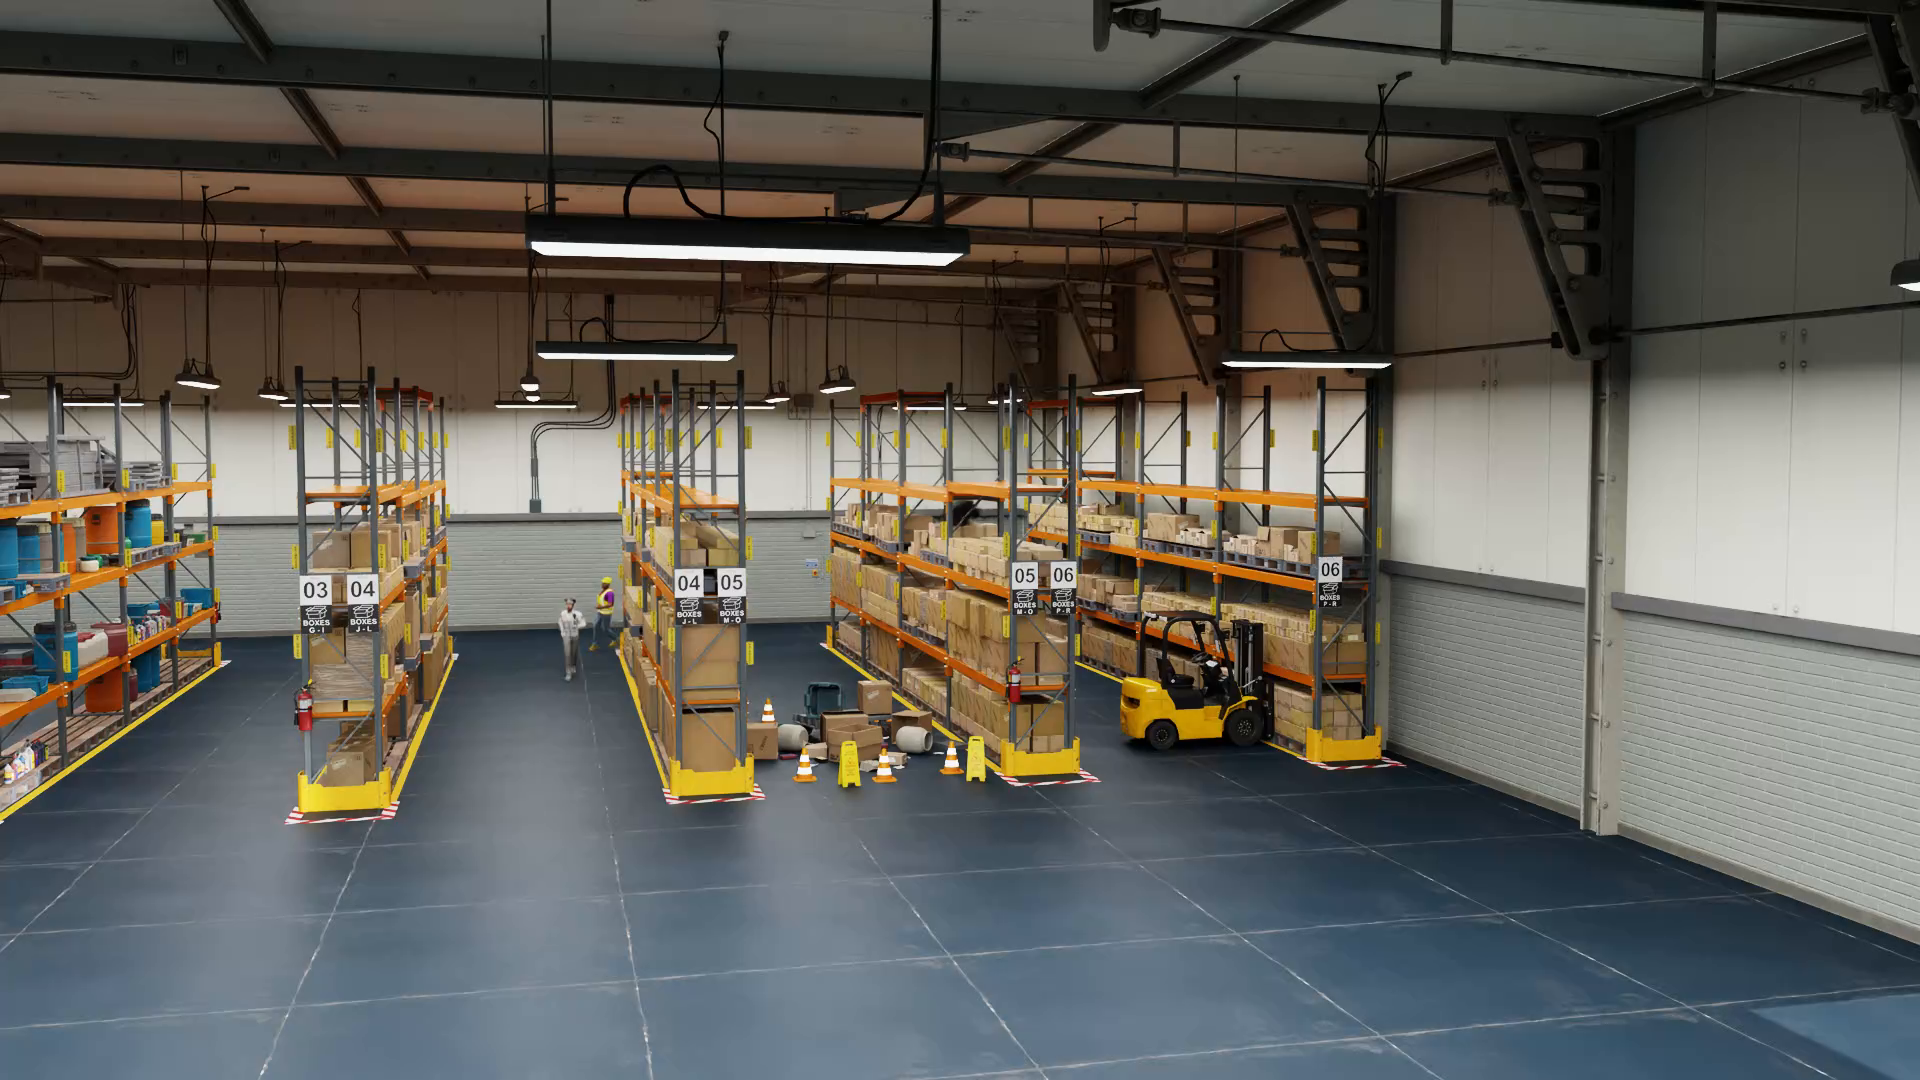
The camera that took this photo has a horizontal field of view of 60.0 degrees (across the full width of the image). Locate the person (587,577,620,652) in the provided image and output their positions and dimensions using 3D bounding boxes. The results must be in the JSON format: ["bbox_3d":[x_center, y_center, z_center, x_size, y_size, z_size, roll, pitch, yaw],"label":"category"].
[{"bbox_3d":[-8.438,1.762,39.655,0.848,1.770,0.716,-3,5,-42],"label":"person"}]

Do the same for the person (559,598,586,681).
[{"bbox_3d":[-8.198,2.062,35.102,0.568,1.720,0.868,0,3,-7],"label":"person"}]
